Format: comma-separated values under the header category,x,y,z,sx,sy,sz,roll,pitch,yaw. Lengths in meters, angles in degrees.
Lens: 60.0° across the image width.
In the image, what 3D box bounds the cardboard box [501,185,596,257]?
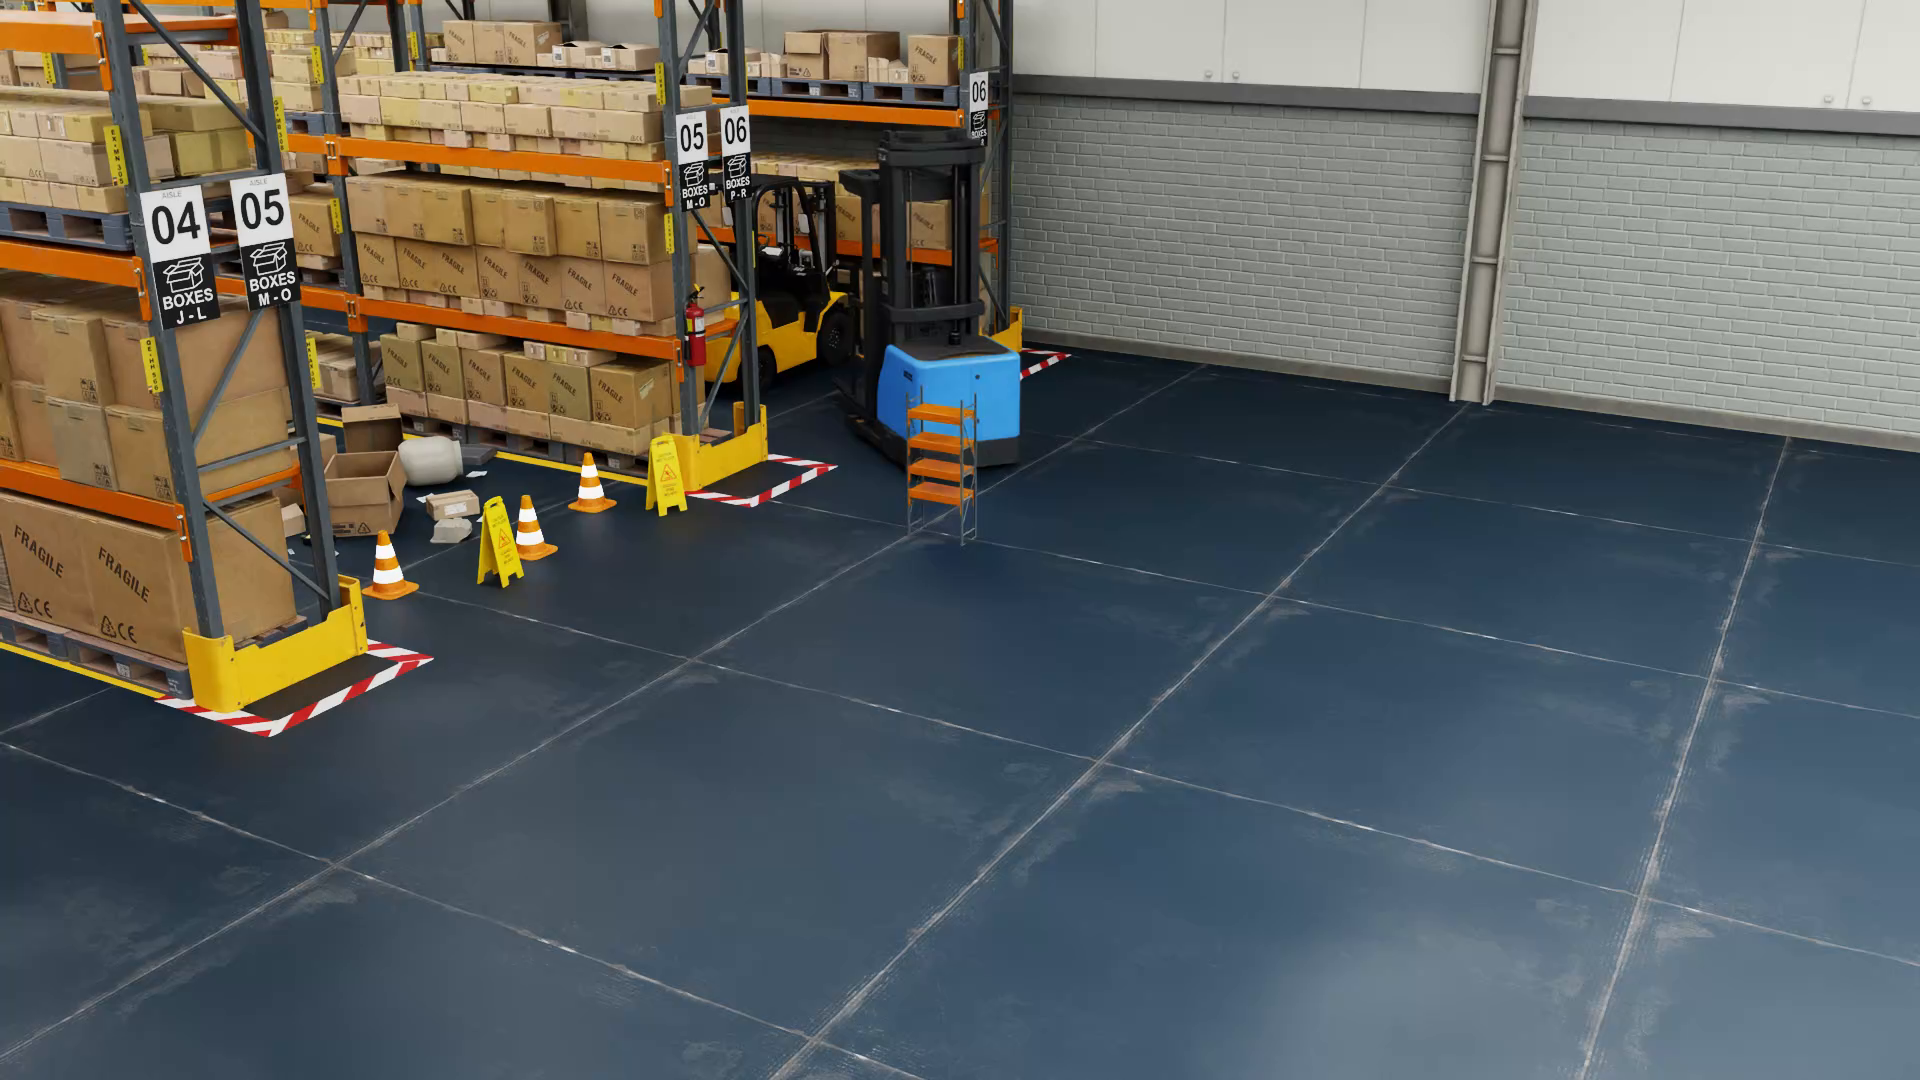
category,x,y,z,sx,sy,sz,roll,pitch,yaw
cardboard box,-3.614,-2.833,14.728,0.500,0.500,0.700,10,22,27

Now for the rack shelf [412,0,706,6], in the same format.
category,x,y,z,sx,sy,sz,roll,pitch,yaw
rack shelf,-4.949,-6.786,20.518,4.000,0.370,1.077,11,23,27

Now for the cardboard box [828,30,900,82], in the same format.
category,x,y,z,sx,sy,sz,roll,pitch,yaw
cardboard box,-1.061,-5.397,18.537,0.500,0.500,0.700,11,23,28

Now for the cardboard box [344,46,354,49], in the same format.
category,x,y,z,sx,sy,sz,roll,pitch,yaw
cardboard box,-7.987,-6.524,22.188,0.250,0.149,0.380,11,23,28

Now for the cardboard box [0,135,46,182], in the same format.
category,x,y,z,sx,sy,sz,roll,pitch,yaw
cardboard box,-5.454,-2.331,10.015,0.500,0.250,0.500,11,23,27

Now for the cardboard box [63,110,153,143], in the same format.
category,x,y,z,sx,sy,sz,roll,pitch,yaw
cardboard box,-4.913,-2.392,9.598,0.250,0.149,0.380,11,23,28

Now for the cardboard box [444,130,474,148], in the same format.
category,x,y,z,sx,sy,sz,roll,pitch,yaw
cardboard box,-4.385,-3.608,14.882,0.250,0.149,0.380,10,22,26

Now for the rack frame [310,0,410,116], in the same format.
category,x,y,z,sx,sy,sz,roll,pitch,yaw
rack frame,-5.620,-5.501,15.335,0.127,3.000,1.000,11,23,27

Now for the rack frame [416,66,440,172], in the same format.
category,x,y,z,sx,sy,sz,roll,pitch,yaw
rack frame,-6.695,-4.825,22.267,0.127,3.000,1.000,11,23,27

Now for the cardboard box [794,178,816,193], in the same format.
category,x,y,z,sx,sy,sz,roll,pitch,yaw
cardboard box,-1.712,-4.117,19.218,0.250,0.149,0.380,10,22,26

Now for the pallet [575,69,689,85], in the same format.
category,x,y,z,sx,sy,sz,roll,pitch,yaw
pallet,-3.979,-5.623,20.348,1.217,0.209,0.805,10,22,25

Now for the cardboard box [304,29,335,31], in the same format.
category,x,y,z,sx,sy,sz,roll,pitch,yaw
cardboard box,-8.765,-6.921,22.817,0.250,0.149,0.380,11,23,28

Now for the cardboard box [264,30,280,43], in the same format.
category,x,y,z,sx,sy,sz,roll,pitch,yaw
cardboard box,-9.434,-6.873,22.685,0.250,0.149,0.380,10,22,26

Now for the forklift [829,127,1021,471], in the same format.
category,x,y,z,sx,sy,sz,roll,pitch,yaw
forklift,-0.477,-2.432,15.770,1.130,2.935,3.031,-8,21,-21

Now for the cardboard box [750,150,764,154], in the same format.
category,x,y,z,sx,sy,sz,roll,pitch,yaw
cardboard box,-2.578,-4.634,20.207,0.250,0.149,0.380,10,22,26

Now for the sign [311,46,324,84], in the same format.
category,x,y,z,sx,sy,sz,roll,pitch,yaw
sign,-5.888,-4.354,15.234,0.005,0.325,0.100,11,23,27

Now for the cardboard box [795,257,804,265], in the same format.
category,x,y,z,sx,sy,sz,roll,pitch,yaw
cardboard box,-2.052,-3.193,19.719,0.500,0.250,0.500,12,23,29

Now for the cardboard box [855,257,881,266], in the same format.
category,x,y,z,sx,sy,sz,roll,pitch,yaw
cardboard box,-0.907,-3.174,19.666,0.500,0.250,0.500,11,22,27

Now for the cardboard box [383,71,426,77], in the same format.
category,x,y,z,sx,sy,sz,roll,pitch,yaw
cardboard box,-5.237,-4.360,15.787,0.250,0.149,0.380,11,23,28

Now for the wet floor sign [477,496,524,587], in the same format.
category,x,y,z,sx,sy,sz,roll,pitch,yaw
wet floor sign,-3.463,-0.004,12.429,0.232,0.644,0.267,7,21,18

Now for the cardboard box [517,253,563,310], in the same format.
category,x,y,z,sx,sy,sz,roll,pitch,yaw
cardboard box,-3.606,-2.380,14.945,0.500,0.500,0.500,11,23,27

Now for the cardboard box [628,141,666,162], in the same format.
category,x,y,z,sx,sy,sz,roll,pitch,yaw
cardboard box,-2.576,-3.284,13.990,0.250,0.149,0.380,11,23,28

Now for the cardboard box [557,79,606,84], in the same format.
category,x,y,z,sx,sy,sz,roll,pitch,yaw
cardboard box,-3.389,-4.044,14.916,0.250,0.149,0.380,11,23,29

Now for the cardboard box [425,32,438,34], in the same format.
category,x,y,z,sx,sy,sz,roll,pitch,yaw
cardboard box,-7.089,-6.686,22.199,0.250,0.149,0.380,11,23,28

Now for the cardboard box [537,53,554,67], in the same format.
category,x,y,z,sx,sy,sz,roll,pitch,yaw
cardboard box,-4.984,-5.917,20.484,0.250,0.149,0.380,10,22,27

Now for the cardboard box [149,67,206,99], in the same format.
category,x,y,z,sx,sy,sz,roll,pitch,yaw
cardboard box,-7.767,-4.560,16.987,0.637,0.503,0.797,11,23,27

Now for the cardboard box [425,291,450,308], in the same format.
category,x,y,z,sx,sy,sz,roll,pitch,yaw
cardboard box,-4.810,-2.302,15.681,0.250,0.149,0.380,12,23,29

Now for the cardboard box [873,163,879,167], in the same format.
category,x,y,z,sx,sy,sz,roll,pitch,yaw
cardboard box,-0.800,-4.281,19.233,0.250,0.149,0.380,12,23,29

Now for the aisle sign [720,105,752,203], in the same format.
category,x,y,z,sx,sy,sz,roll,pitch,yaw
aisle sign,-1.923,-3.320,14.307,0.004,0.787,0.394,11,23,27

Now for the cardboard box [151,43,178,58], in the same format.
category,x,y,z,sx,sy,sz,roll,pitch,yaw
cardboard box,-11.189,-7.058,23.810,0.500,0.250,0.500,10,22,25

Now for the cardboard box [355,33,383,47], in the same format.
category,x,y,z,sx,sy,sz,roll,pitch,yaw
cardboard box,-7.776,-6.620,22.016,0.250,0.149,0.380,10,22,26

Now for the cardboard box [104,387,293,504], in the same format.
category,x,y,z,sx,sy,sz,roll,pitch,yaw
cardboard box,-4.800,-0.644,10.523,0.550,0.550,0.875,11,23,27

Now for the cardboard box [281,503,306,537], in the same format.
category,x,y,z,sx,sy,sz,roll,pitch,yaw
cardboard box,-5.547,-0.168,13.439,0.258,0.266,0.396,16,25,36

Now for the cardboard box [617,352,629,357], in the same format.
category,x,y,z,sx,sy,sz,roll,pitch,yaw
cardboard box,-3.177,-1.579,15.637,0.500,0.500,0.500,10,22,25

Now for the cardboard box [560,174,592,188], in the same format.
category,x,y,z,sx,sy,sz,roll,pitch,yaw
cardboard box,-4.652,-4.500,20.858,0.500,0.250,0.500,11,23,28

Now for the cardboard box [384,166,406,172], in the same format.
category,x,y,z,sx,sy,sz,roll,pitch,yaw
cardboard box,-7.455,-4.899,22.225,0.250,0.149,0.380,11,23,28

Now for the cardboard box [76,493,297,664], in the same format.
category,x,y,z,sx,sy,sz,roll,pitch,yaw
cardboard box,-5.078,0.183,10.963,0.875,0.875,0.875,11,23,28

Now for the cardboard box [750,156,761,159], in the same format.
category,x,y,z,sx,sy,sz,roll,pitch,yaw
cardboard box,-2.570,-4.454,19.710,0.250,0.149,0.380,10,22,26

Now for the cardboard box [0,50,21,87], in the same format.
category,x,y,z,sx,sy,sz,roll,pitch,yaw
cardboard box,-10.069,-5.109,17.890,0.500,0.500,0.700,10,22,25

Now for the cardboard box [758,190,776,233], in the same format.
category,x,y,z,sx,sy,sz,roll,pitch,yaw
cardboard box,-2.037,-3.889,19.542,0.500,0.500,0.500,11,22,27

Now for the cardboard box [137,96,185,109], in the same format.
category,x,y,z,sx,sy,sz,roll,pitch,yaw
cardboard box,-5.032,-2.672,10.369,0.250,0.149,0.380,10,22,27

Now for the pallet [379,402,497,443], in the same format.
category,x,y,z,sx,sy,sz,roll,pitch,yaw
pallet,-5.017,-1.269,16.555,1.213,0.211,1.003,11,23,27

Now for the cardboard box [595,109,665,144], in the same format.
category,x,y,z,sx,sy,sz,roll,pitch,yaw
cardboard box,-2.706,-3.500,14.001,0.500,0.250,0.500,10,22,27

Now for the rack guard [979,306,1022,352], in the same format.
category,x,y,z,sx,sy,sz,roll,pitch,yaw
rack guard,0.310,-2.315,19.015,0.348,0.500,1.175,11,23,27

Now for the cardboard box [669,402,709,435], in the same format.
category,x,y,z,sx,sy,sz,roll,pitch,yaw
cardboard box,-2.697,-1.137,15.518,0.500,0.250,0.500,11,22,27

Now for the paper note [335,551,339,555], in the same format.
category,x,y,z,sx,sy,sz,roll,pitch,yaw
paper note,-4.958,0.112,13.015,0.144,0.017,0.142,-16,26,-38

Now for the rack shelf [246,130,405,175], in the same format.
category,x,y,z,sx,sy,sz,roll,pitch,yaw
rack shelf,-7.366,-4.086,16.886,4.000,0.370,1.077,11,23,27

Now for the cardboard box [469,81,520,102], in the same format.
category,x,y,z,sx,sy,sz,roll,pitch,yaw
cardboard box,-4.107,-3.965,14.696,0.250,0.149,0.380,11,23,28

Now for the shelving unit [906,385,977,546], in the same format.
category,x,y,z,sx,sy,sz,roll,pitch,yaw
shelving unit,-0.145,-0.592,13.236,0.503,1.200,0.258,11,23,27

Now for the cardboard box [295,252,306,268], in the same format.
category,x,y,z,sx,sy,sz,roll,pitch,yaw
cardboard box,-6.426,-2.813,16.474,0.250,0.149,0.380,10,22,26

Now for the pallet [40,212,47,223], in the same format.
category,x,y,z,sx,sy,sz,roll,pitch,yaw
pallet,-6.176,-2.217,10.809,1.213,0.211,1.003,11,23,27

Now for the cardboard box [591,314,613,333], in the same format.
category,x,y,z,sx,sy,sz,roll,pitch,yaw
cardboard box,-3.047,-1.955,14.723,0.250,0.149,0.380,10,22,26
